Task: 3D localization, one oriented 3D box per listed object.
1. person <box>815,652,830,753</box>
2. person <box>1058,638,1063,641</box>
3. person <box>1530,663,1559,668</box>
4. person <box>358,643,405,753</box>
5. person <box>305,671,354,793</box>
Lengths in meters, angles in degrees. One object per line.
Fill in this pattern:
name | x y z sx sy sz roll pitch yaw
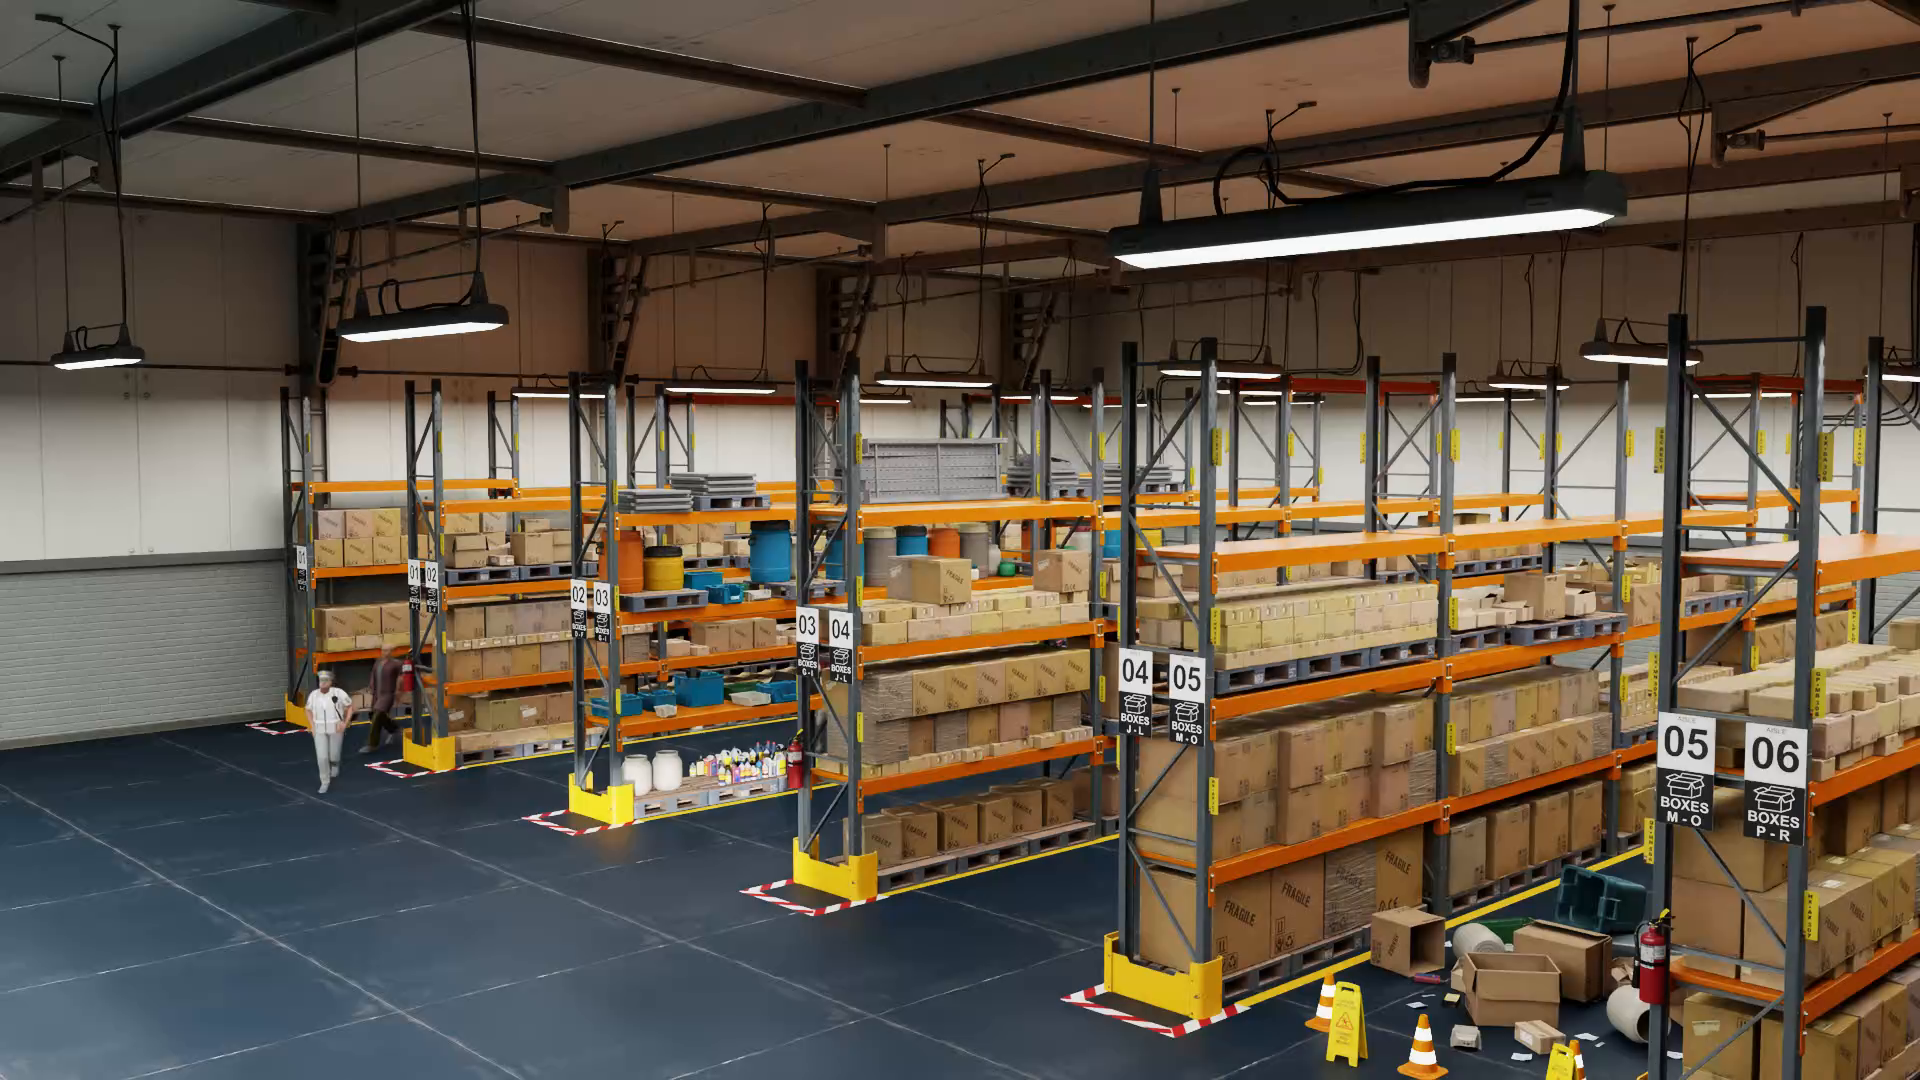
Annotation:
person | -2.235 2.576 27.106 0.659 1.729 0.586 3 4 34
person | 2.208 2.231 32.892 0.582 1.653 0.925 2 4 33
person | 9.310 2.632 26.476 0.638 1.787 0.767 3 5 44
person | -9.315 2.545 27.070 0.769 1.753 0.969 2 4 29
person | -9.178 2.755 24.226 0.675 1.773 0.676 -1 4 -11
